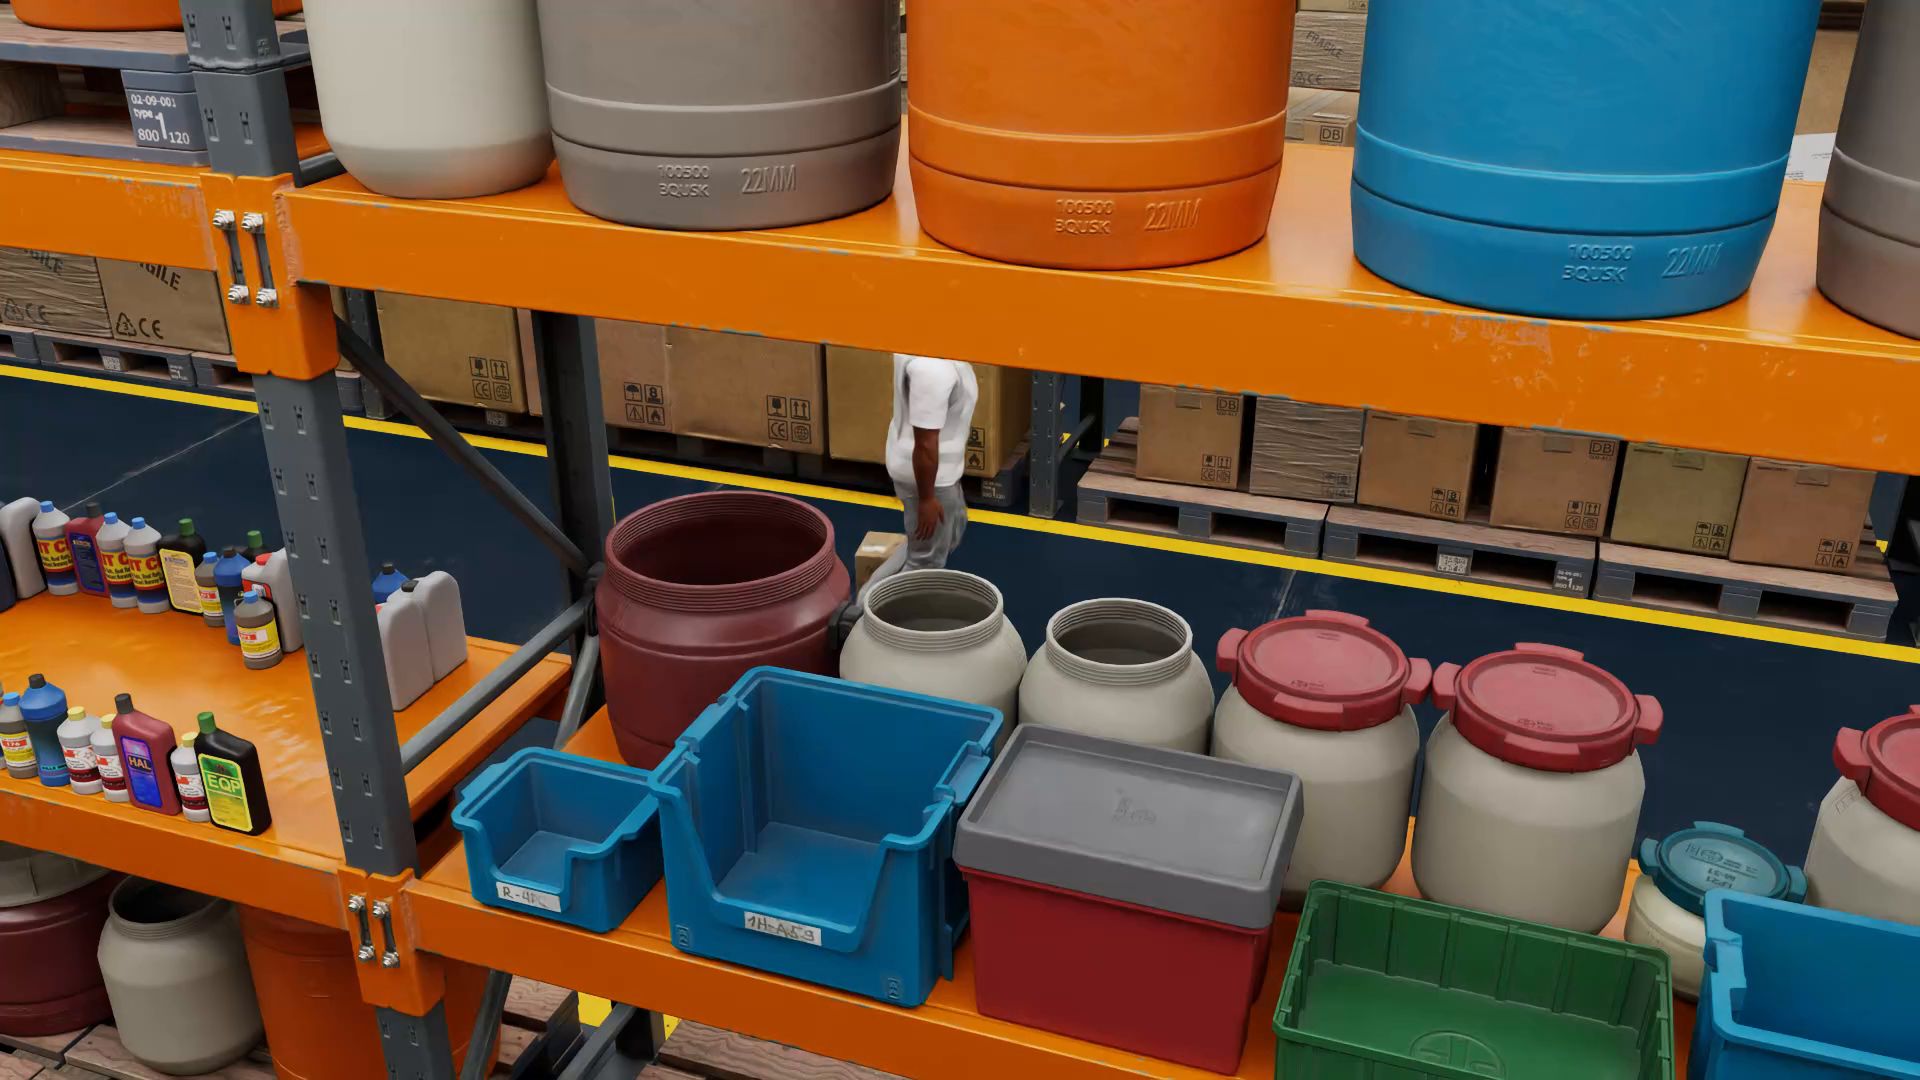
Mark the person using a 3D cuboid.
[{"bbox_3d":[-0.175,-0.282,6.665,0.562,1.760,0.620,-2,26,-4],"label":"person"}]
